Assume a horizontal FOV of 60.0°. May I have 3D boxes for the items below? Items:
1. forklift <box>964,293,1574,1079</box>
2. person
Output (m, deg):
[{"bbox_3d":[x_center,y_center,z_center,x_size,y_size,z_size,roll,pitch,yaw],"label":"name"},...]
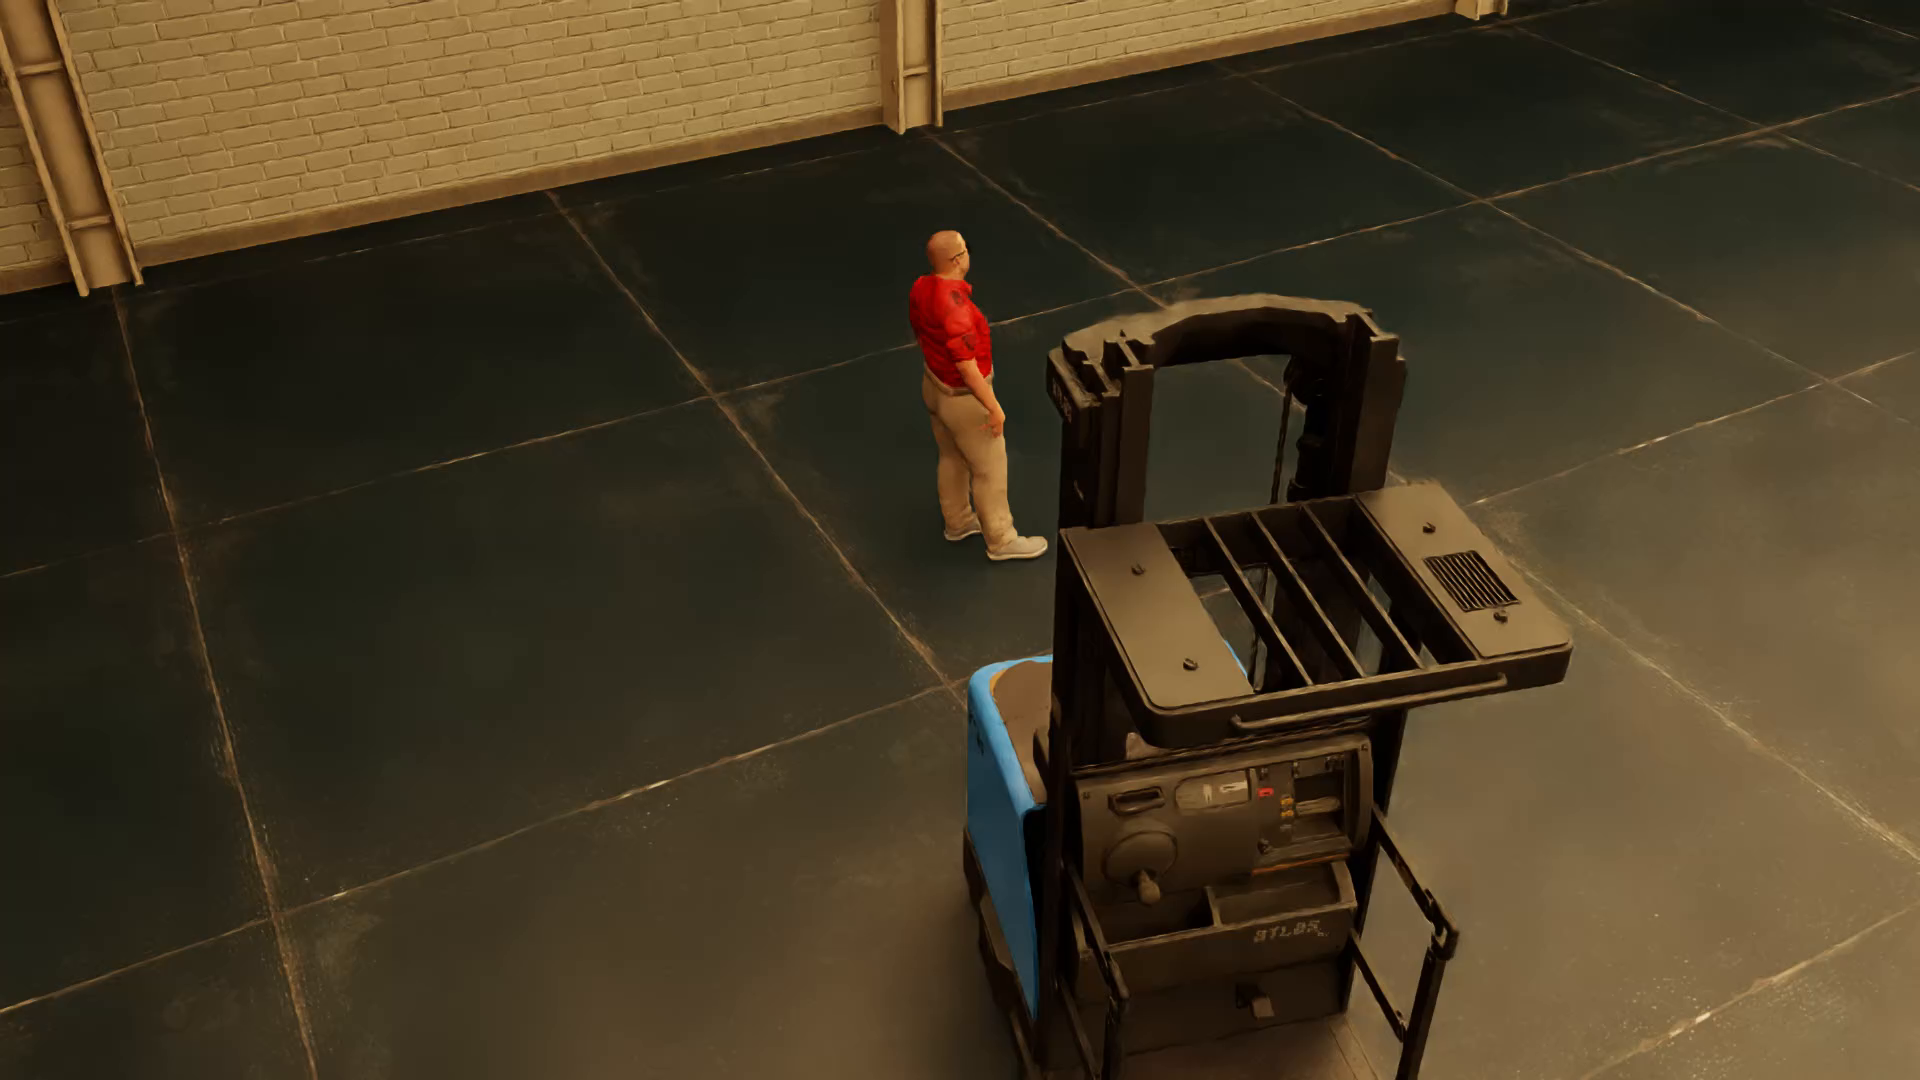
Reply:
[{"bbox_3d":[0.857,0.908,4.839,1.130,2.935,3.031,-8,36,-11],"label":"forklift"},{"bbox_3d":[0.085,-0.730,8.185,0.550,1.727,0.640,-17,39,-23],"label":"person"}]
